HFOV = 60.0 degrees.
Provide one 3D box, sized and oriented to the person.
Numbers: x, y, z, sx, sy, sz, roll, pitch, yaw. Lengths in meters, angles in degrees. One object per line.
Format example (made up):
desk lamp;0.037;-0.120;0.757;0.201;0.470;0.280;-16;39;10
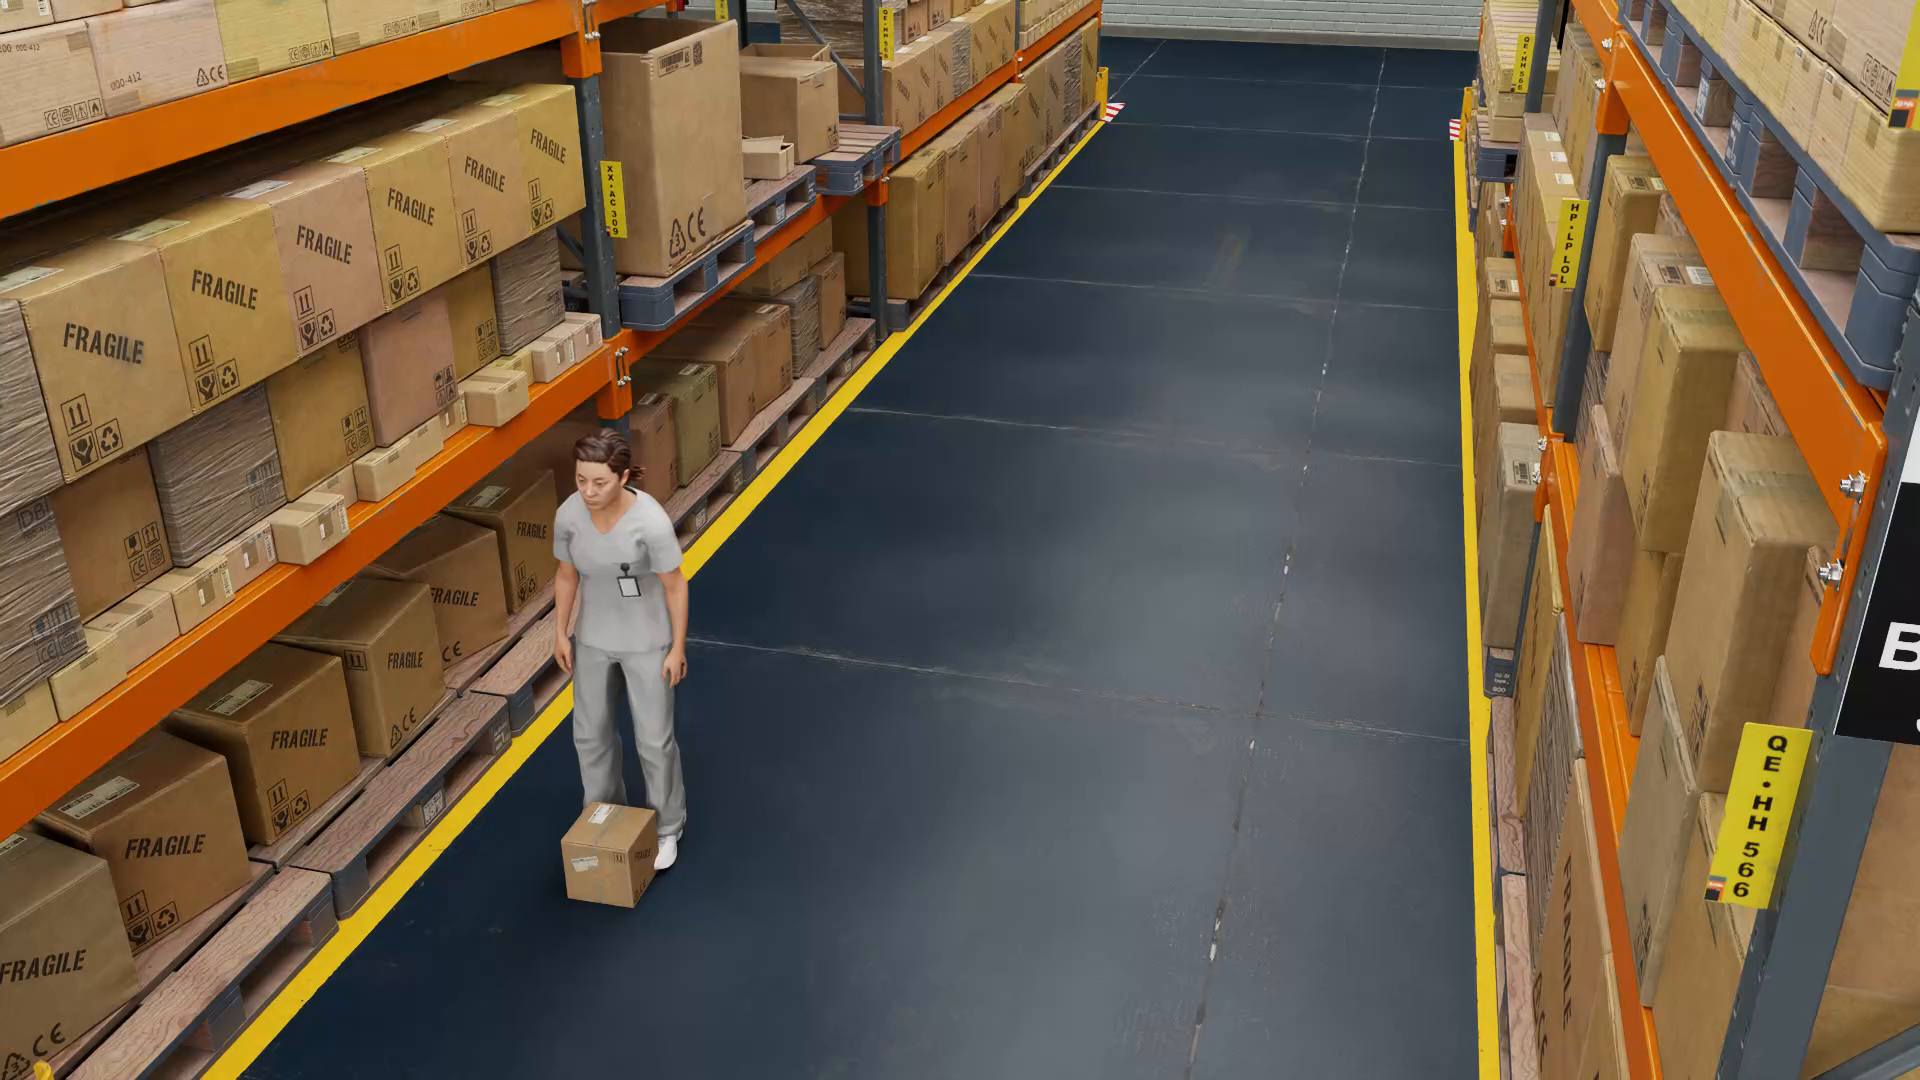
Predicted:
person;-1.185;0.374;5.830;0.499;1.667;0.353;6;26;12
